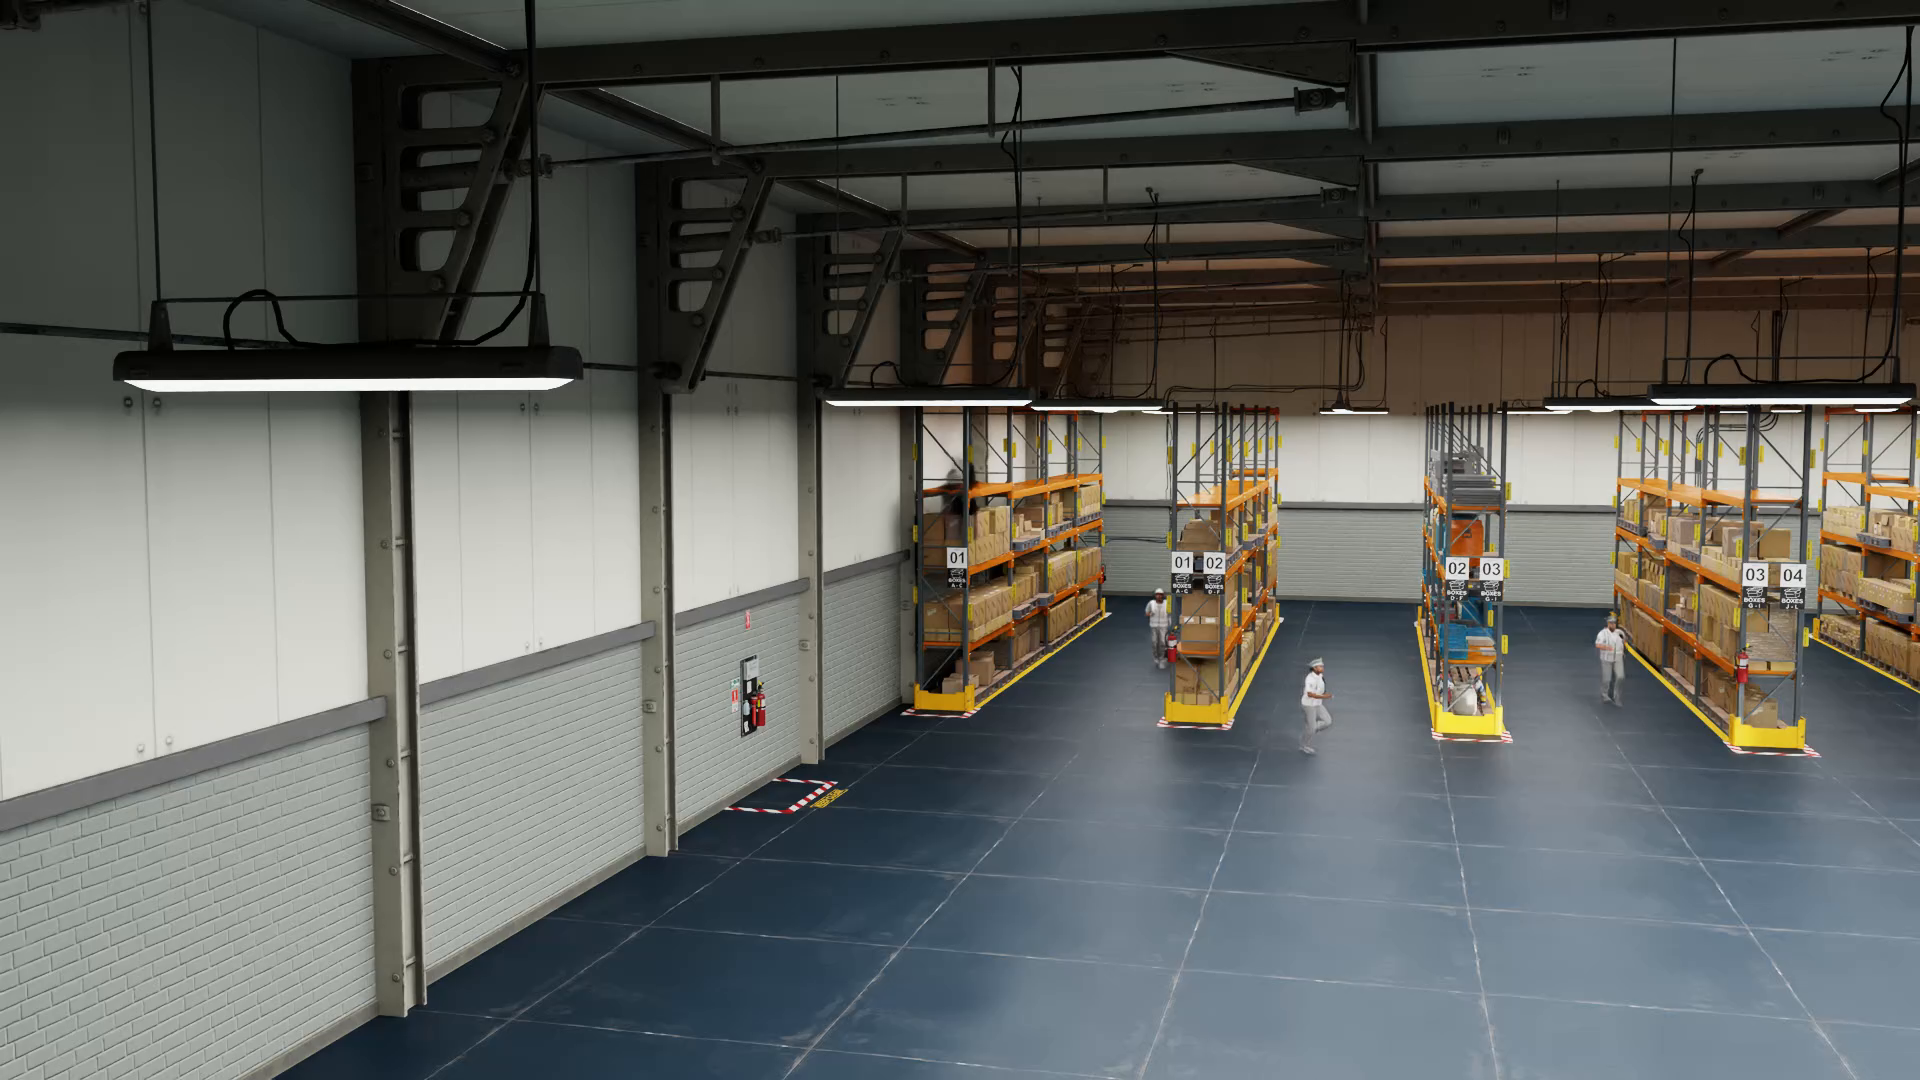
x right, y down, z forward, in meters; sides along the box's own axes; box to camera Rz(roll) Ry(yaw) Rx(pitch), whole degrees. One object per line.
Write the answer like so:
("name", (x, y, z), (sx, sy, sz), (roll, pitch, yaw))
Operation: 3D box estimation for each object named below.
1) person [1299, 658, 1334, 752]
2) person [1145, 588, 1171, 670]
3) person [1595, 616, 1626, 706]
("person", (6.077, 2.810, 28.306), (0.665, 1.646, 0.616), (3, 5, 39))
("person", (4.548, 2.026, 37.996), (0.657, 1.841, 0.733), (1, 4, 10))
("person", (12.972, 2.412, 33.096), (0.638, 1.839, 0.767), (0, 4, 6))
